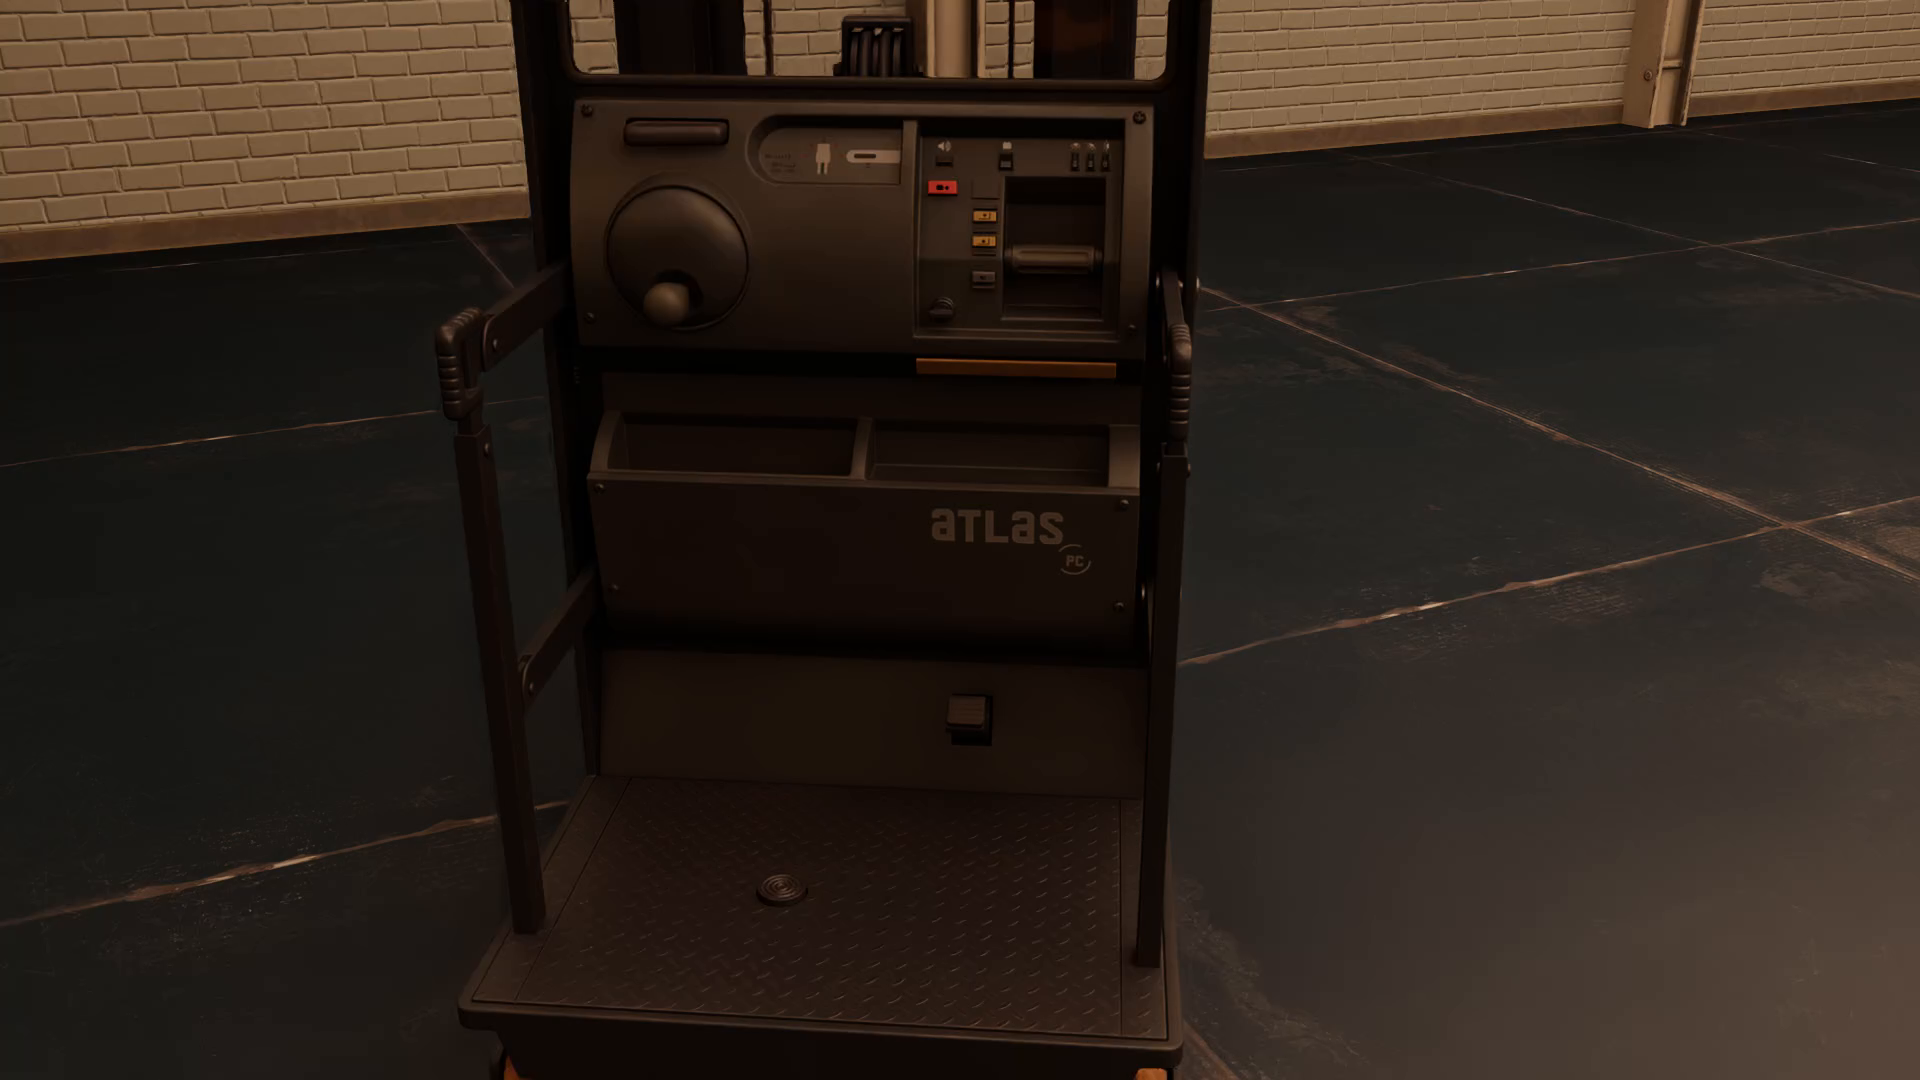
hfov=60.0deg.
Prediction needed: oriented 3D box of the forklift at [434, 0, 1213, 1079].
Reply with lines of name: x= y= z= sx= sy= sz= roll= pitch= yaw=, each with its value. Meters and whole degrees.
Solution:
forklift: x=-0.177 y=-0.486 z=2.457 sx=1.130 sy=2.935 sz=3.031 roll=2 pitch=23 yaw=5
